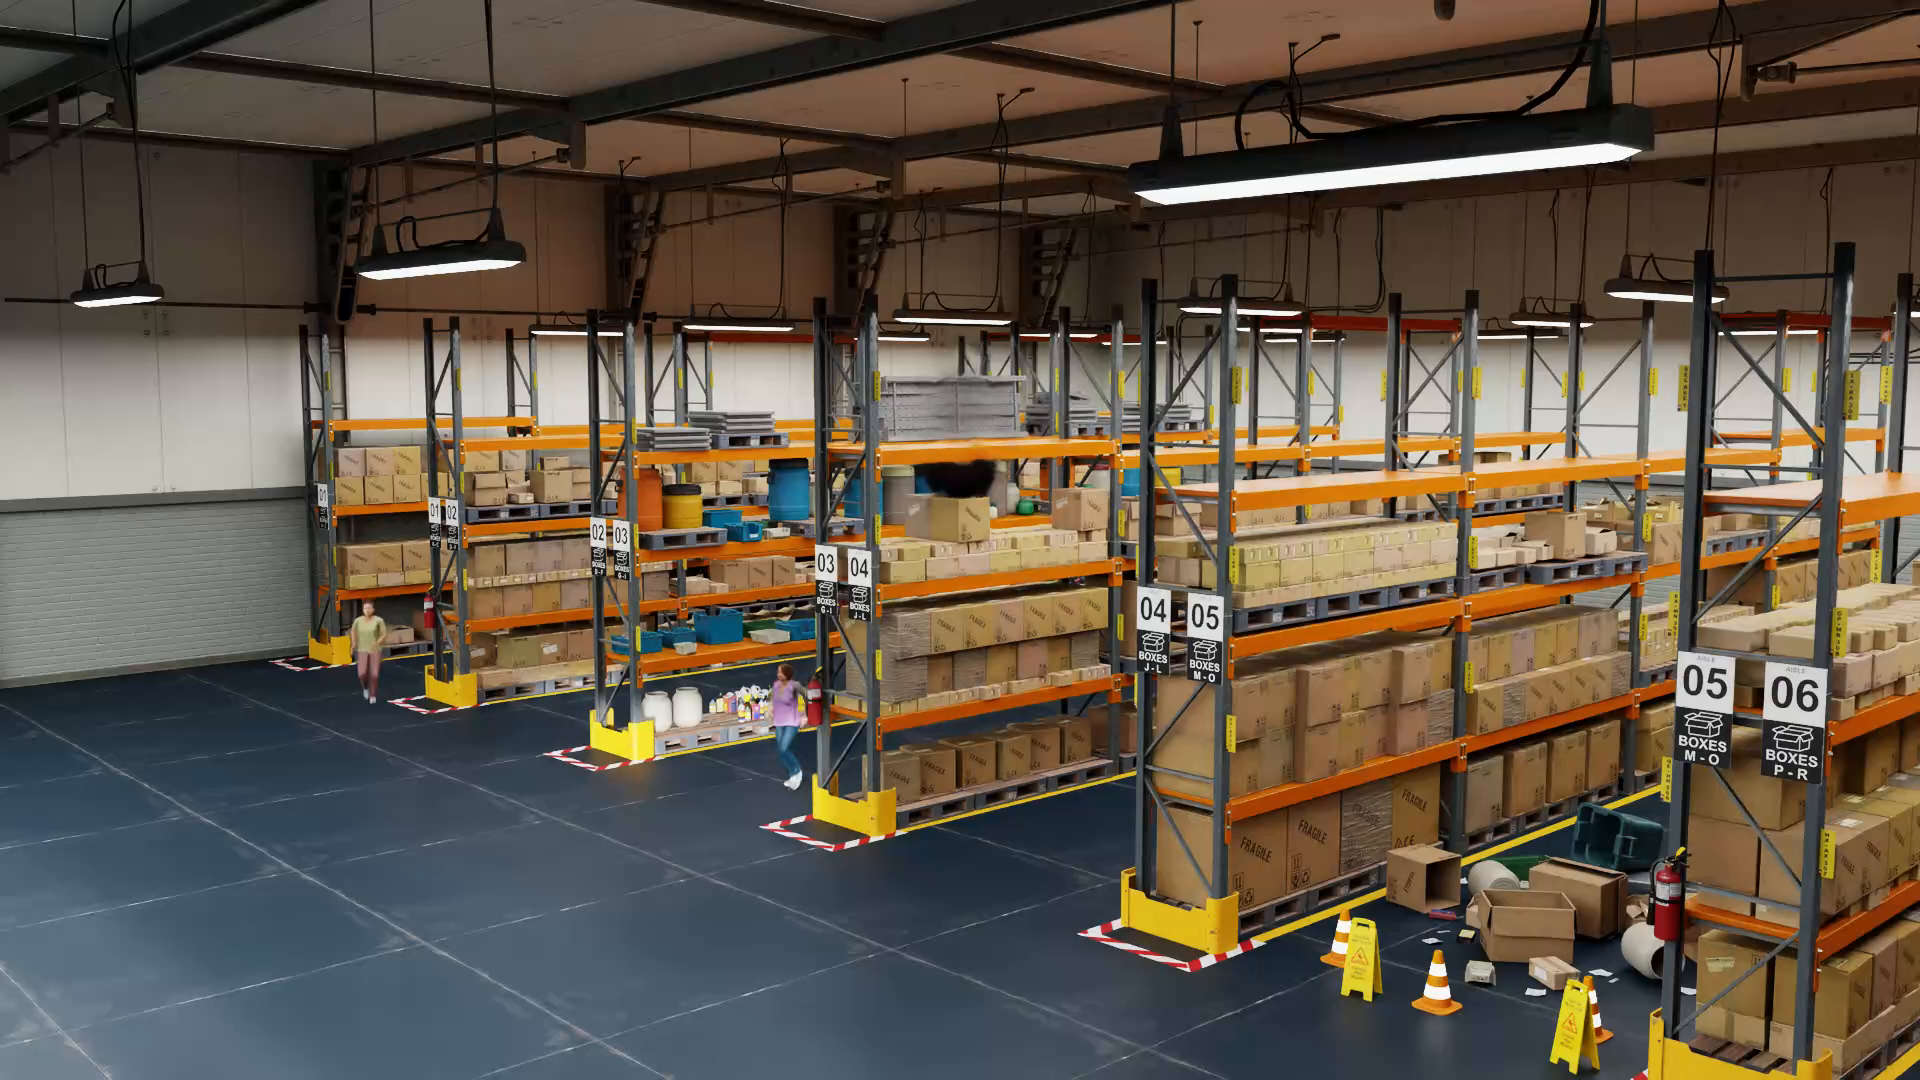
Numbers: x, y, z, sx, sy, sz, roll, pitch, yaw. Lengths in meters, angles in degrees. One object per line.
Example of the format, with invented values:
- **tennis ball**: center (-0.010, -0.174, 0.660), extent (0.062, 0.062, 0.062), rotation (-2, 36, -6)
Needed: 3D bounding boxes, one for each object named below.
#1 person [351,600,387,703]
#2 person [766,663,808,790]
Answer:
- **person**: center (-9.188, 1.748, 25.845), extent (0.564, 1.622, 0.622), rotation (-1, 6, -13)
- **person**: center (-2.133, 2.355, 20.528), extent (0.540, 1.493, 0.628), rotation (4, 7, 32)
